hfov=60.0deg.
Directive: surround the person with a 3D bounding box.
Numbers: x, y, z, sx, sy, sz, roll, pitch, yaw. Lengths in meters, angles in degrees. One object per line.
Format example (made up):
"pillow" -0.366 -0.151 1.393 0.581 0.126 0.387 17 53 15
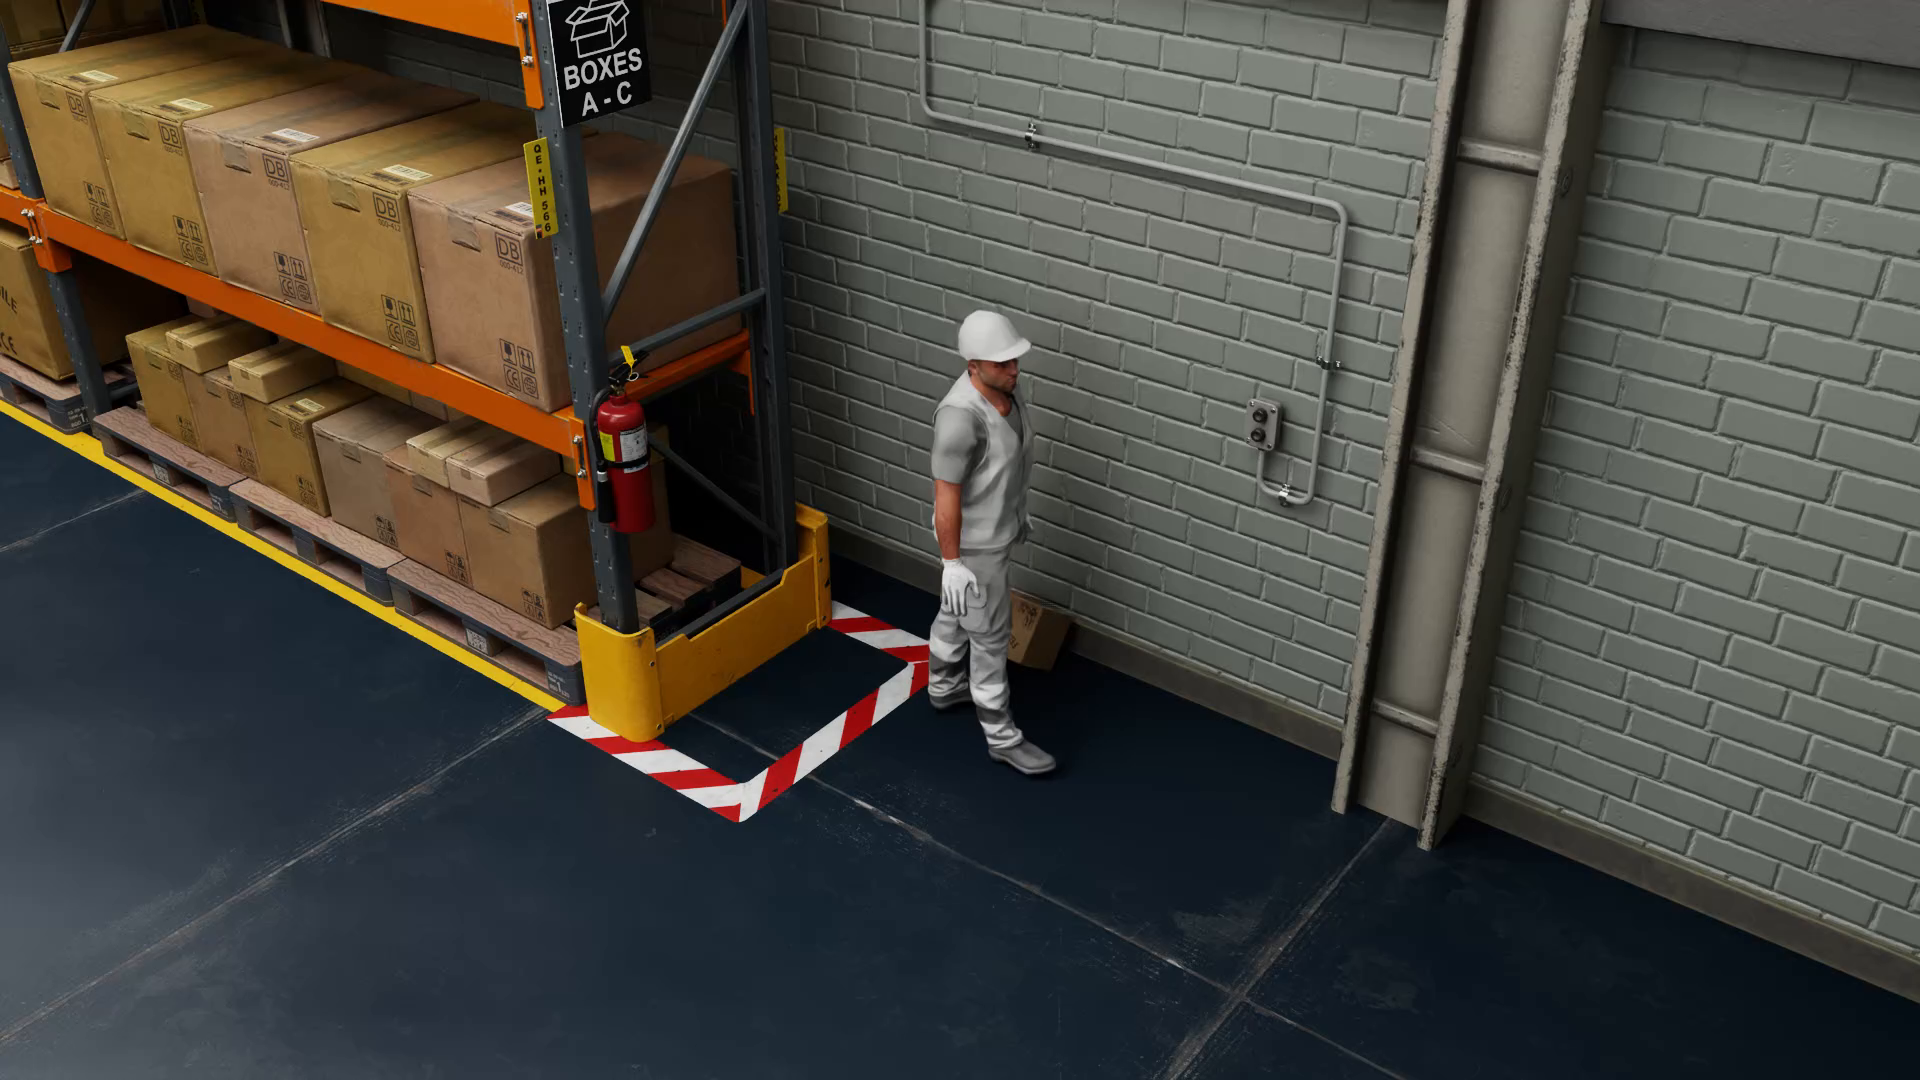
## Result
"person" 0.124 0.006 6.078 0.628 1.789 0.666 10 32 17
